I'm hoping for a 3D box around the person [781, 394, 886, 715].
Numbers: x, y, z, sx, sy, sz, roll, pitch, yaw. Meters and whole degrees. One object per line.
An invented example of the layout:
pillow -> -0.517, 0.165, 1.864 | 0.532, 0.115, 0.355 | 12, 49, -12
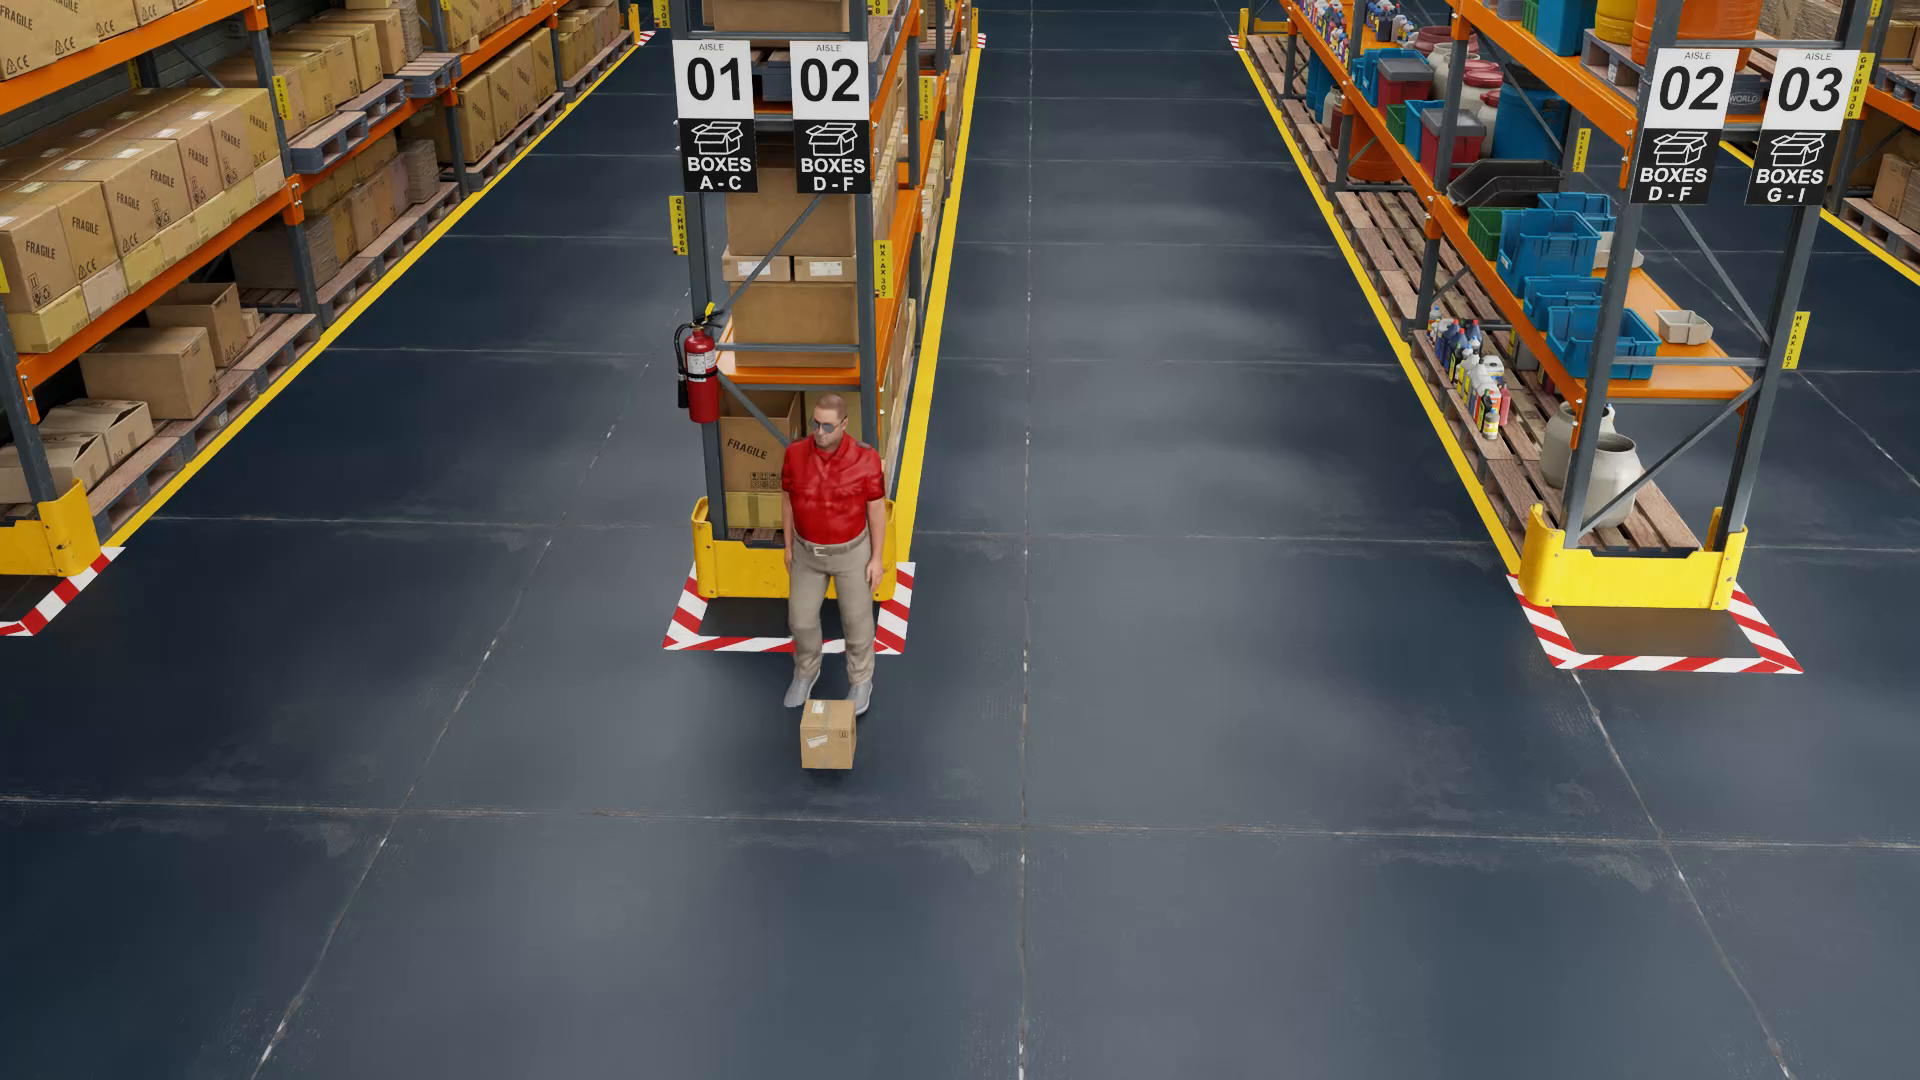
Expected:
person -> -0.660, 0.108, 8.466 | 0.570, 1.798, 0.373 | 4, 28, 7
